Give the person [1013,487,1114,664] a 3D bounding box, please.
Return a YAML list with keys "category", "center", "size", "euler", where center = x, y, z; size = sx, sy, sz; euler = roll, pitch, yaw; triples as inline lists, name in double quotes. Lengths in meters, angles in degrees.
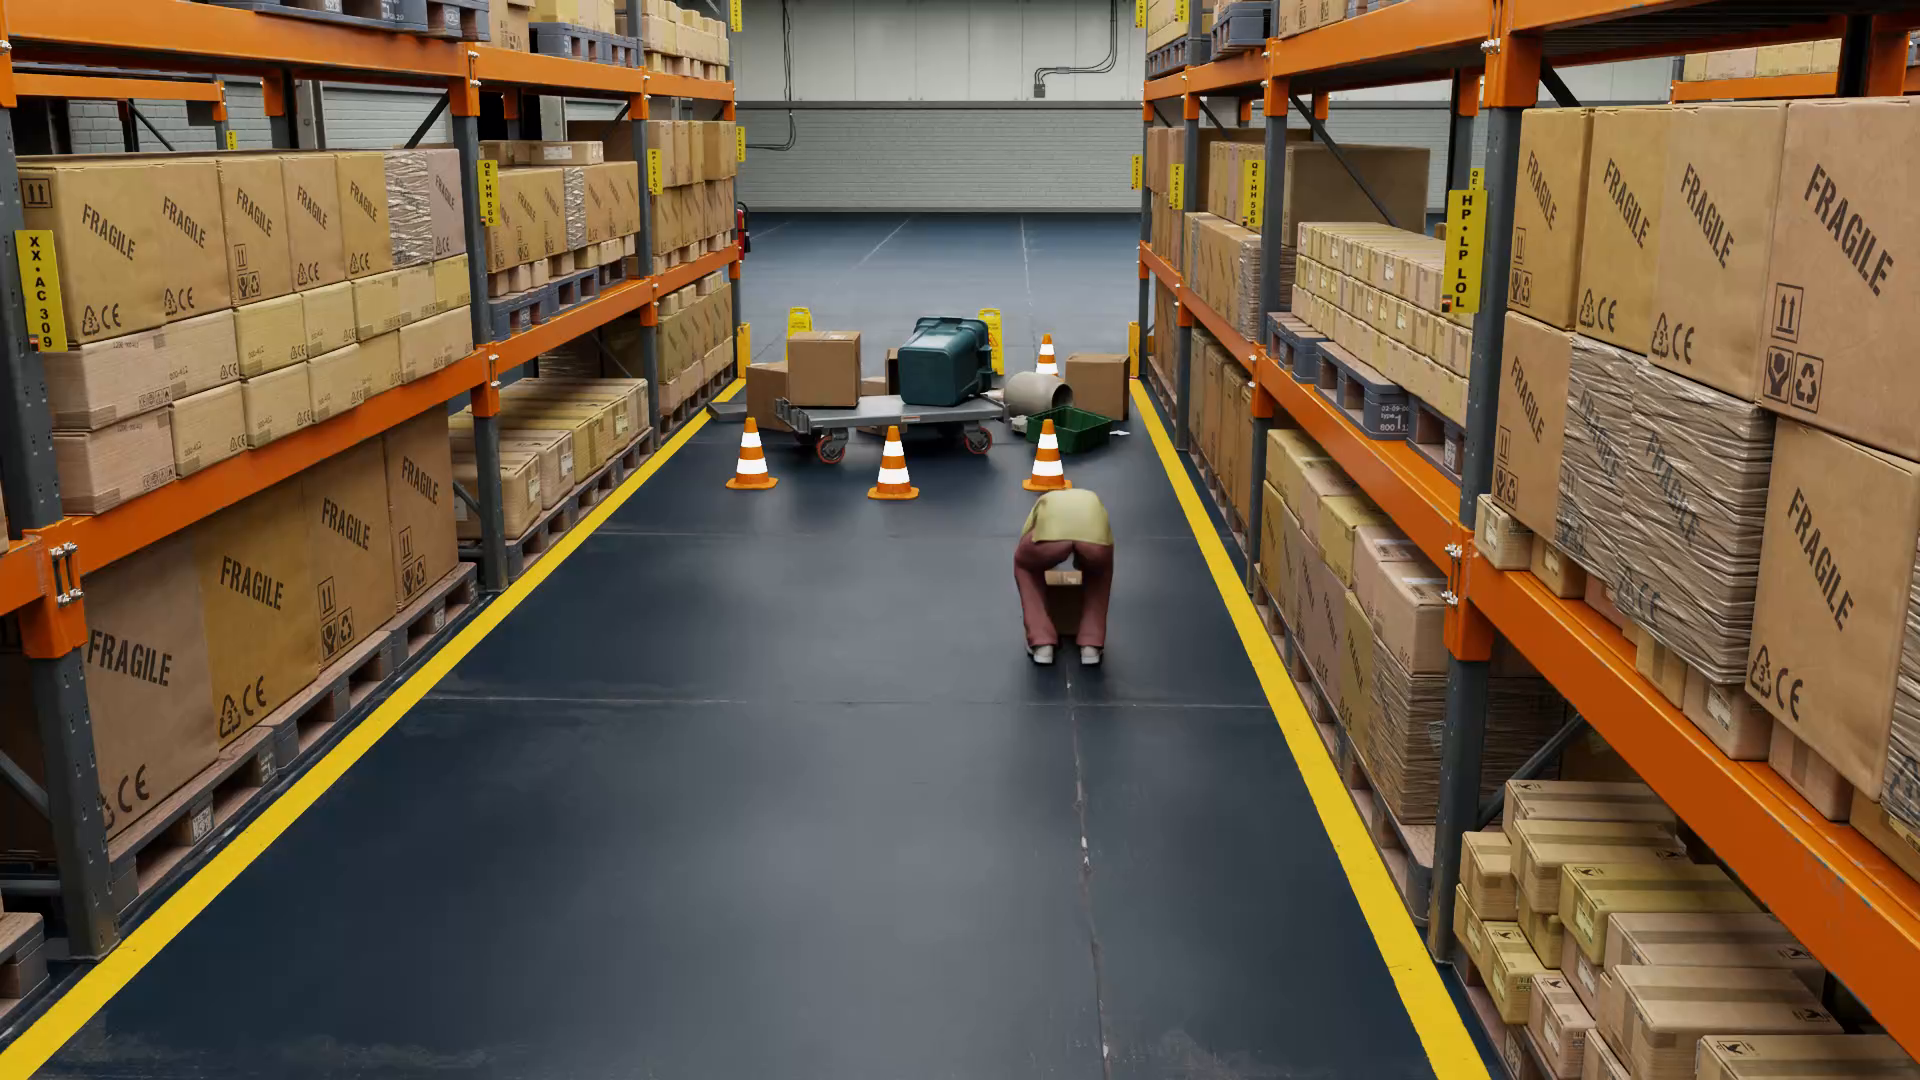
- category: "person"
  center: [0.491, 0.132, 7.824]
  size: [0.475, 0.818, 0.860]
  euler: [0, 14, -1]
